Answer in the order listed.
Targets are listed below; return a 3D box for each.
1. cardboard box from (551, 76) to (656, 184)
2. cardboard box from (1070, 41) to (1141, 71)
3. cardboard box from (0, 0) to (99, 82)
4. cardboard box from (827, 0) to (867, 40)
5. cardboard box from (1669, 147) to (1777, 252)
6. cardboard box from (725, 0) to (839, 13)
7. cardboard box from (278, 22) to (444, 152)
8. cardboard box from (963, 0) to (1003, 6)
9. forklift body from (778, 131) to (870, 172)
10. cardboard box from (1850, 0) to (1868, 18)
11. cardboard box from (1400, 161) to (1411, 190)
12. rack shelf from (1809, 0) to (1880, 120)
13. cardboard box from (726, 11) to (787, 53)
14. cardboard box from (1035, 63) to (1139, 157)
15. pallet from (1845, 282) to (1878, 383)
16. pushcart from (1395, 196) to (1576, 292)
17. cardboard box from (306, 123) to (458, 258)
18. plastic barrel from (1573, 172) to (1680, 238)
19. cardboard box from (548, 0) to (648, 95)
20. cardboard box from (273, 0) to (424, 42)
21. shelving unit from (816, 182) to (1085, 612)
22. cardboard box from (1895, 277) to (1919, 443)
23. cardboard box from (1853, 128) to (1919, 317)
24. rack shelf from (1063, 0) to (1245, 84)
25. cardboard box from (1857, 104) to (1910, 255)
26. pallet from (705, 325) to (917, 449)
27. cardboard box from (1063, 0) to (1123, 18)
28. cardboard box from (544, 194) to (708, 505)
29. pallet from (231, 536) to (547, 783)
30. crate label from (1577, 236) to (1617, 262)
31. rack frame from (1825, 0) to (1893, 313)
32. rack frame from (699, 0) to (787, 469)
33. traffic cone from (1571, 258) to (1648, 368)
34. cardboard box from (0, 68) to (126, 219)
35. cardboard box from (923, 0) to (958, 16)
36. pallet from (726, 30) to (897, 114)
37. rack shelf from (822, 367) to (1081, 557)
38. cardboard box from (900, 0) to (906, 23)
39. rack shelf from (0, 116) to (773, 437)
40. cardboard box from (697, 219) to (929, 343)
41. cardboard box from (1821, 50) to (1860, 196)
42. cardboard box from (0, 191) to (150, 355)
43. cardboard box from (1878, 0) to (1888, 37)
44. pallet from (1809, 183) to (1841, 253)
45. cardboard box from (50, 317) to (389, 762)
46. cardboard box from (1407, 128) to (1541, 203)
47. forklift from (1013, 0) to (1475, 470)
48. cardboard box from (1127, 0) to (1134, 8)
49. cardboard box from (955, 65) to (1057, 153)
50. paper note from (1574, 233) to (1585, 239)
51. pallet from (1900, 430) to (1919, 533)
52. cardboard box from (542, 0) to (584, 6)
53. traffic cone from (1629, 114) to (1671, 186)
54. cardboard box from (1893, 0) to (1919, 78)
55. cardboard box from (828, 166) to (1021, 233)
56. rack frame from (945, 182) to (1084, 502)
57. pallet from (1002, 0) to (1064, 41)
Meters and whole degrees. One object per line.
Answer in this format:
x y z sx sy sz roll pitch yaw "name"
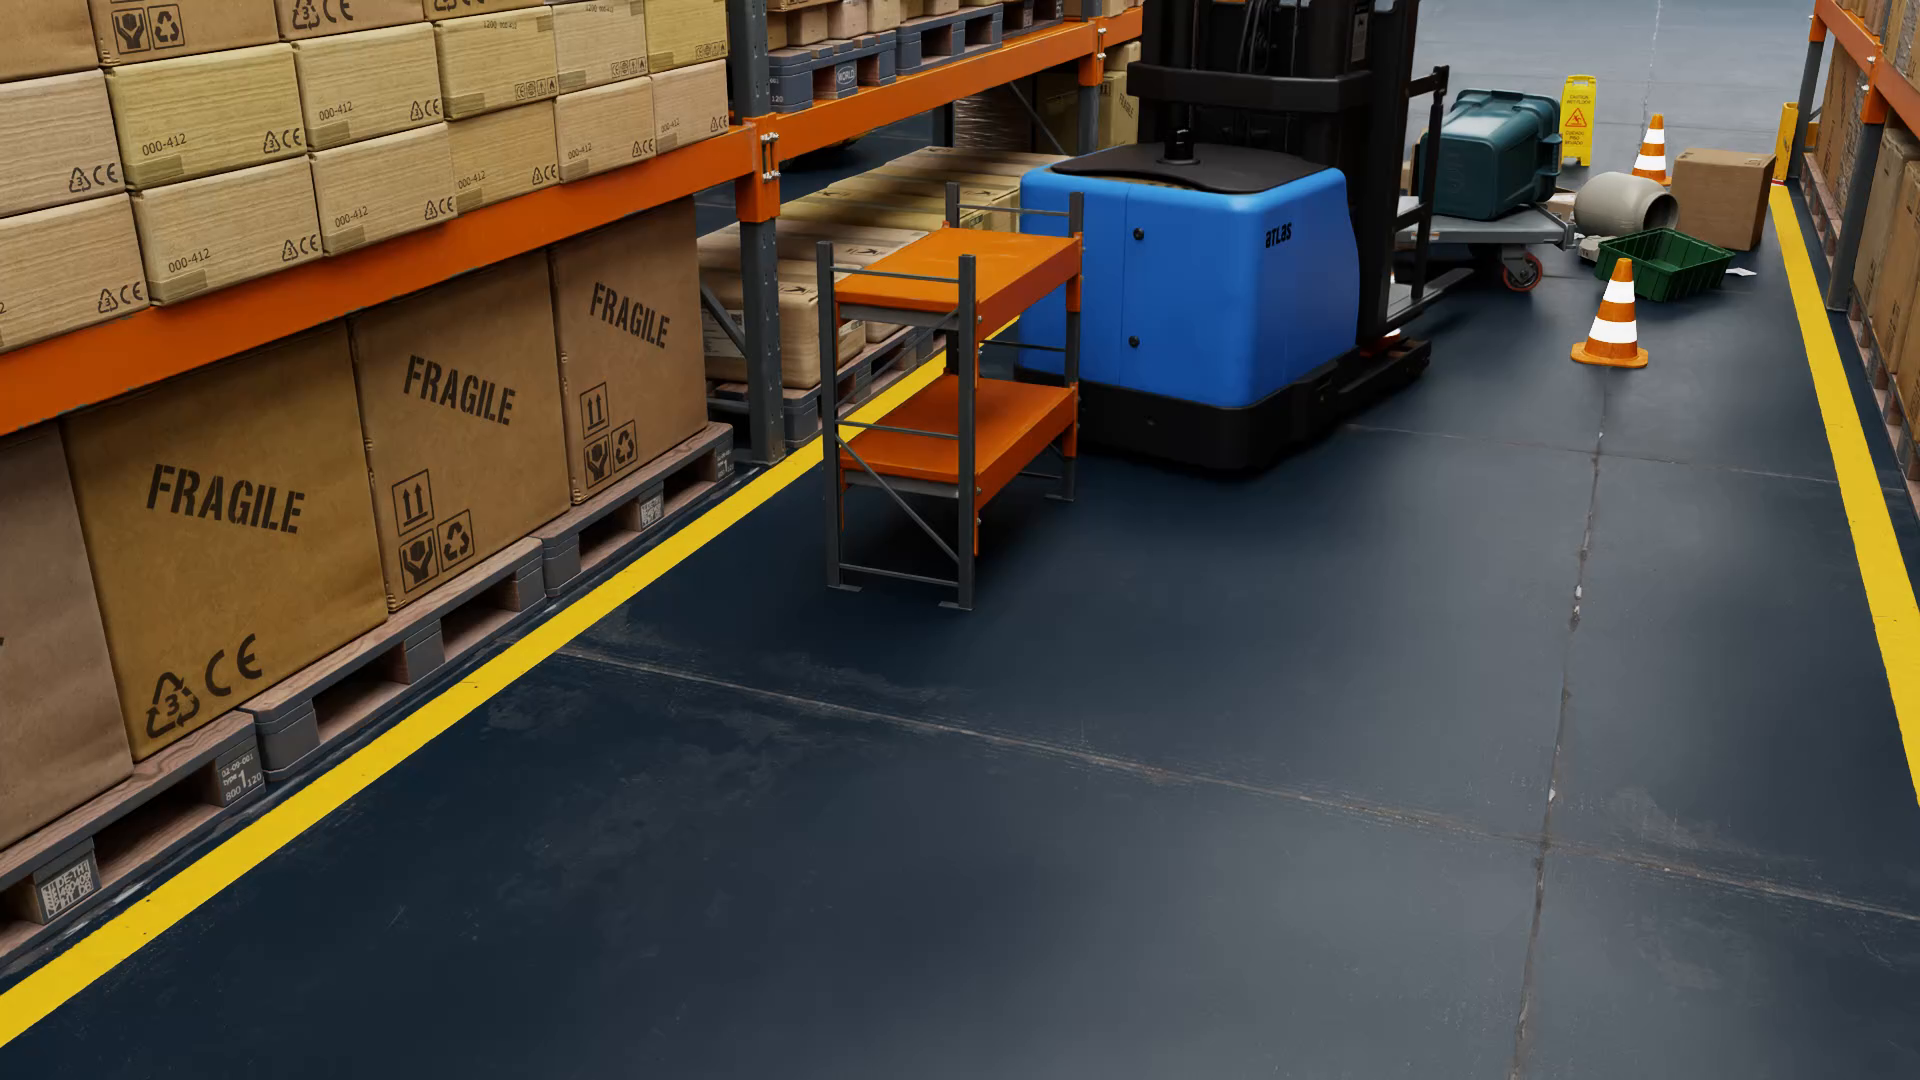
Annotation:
-1.289 -1.280 5.117 0.500 0.250 0.500 9 24 21 "cardboard box"
0.891 -2.963 10.159 0.380 0.149 0.250 9 24 21 "cardboard box"
-2.059 -1.131 3.138 0.500 0.500 0.500 9 24 20 "cardboard box"
-0.593 -2.107 6.685 0.380 0.149 0.250 7 24 17 "cardboard box"
4.576 -2.061 10.033 0.500 0.500 0.500 13 26 29 "cardboard box"
-0.785 -2.257 6.202 0.500 0.500 0.500 8 24 19 "cardboard box"
-1.662 -1.148 4.153 0.500 0.250 0.500 8 24 18 "cardboard box"
-0.009 -2.675 8.043 0.380 0.149 0.250 9 24 20 "cardboard box"
-1.816 -3.993 12.519 2.313 2.155 1.214 9 24 20 "forklift body"
5.675 -3.294 9.551 0.875 0.550 0.500 9 24 20 "cardboard box"
3.193 -2.542 11.642 0.250 0.149 0.380 -17 28 -35 "cardboard box"
5.695 -2.895 9.722 1.077 0.370 4.000 9 24 20 "rack shelf"
-0.874 -1.920 6.235 0.380 0.149 0.250 7 24 17 "cardboard box"
0.788 -2.627 10.197 0.500 0.500 0.500 10 25 23 "cardboard box"
4.735 -0.937 7.720 1.003 0.211 1.213 9 24 20 "pallet"
2.454 -1.665 9.247 1.648 0.377 0.936 1 23 2 "pushcart"
-1.654 -0.915 4.244 0.500 0.250 0.500 8 24 19 "cardboard box"
3.949 -1.948 9.864 0.421 0.421 0.512 -12 25 -26 "plastic barrel"
-1.298 -1.520 5.043 0.500 0.250 0.500 8 24 19 "cardboard box"
-1.685 -1.496 4.012 0.500 0.500 0.500 8 24 19 "cardboard box"
-0.002 -0.517 5.527 0.538 1.125 1.048 9 24 20 "shelving unit"
4.097 -0.754 6.037 1.050 0.750 0.750 9 24 21 "cardboard box"
4.805 -1.432 7.660 1.050 0.750 0.750 9 24 20 "cardboard box"
1.061 -3.567 11.332 1.077 0.370 4.000 9 24 20 "rack shelf"
5.251 -1.939 8.713 0.875 0.875 0.875 9 24 21 "cardboard box"
-0.876 -0.745 7.259 1.003 0.211 1.213 9 24 20 "pallet"
0.733 -3.134 9.688 0.380 0.149 0.250 9 24 20 "cardboard box"
-1.501 -0.730 5.818 0.875 0.875 0.875 9 24 20 "cardboard box"
-1.985 0.241 4.899 1.003 0.211 1.213 9 24 20 "pallet"
3.713 -1.659 9.544 0.298 0.136 0.250 -7 24 -17 "crate label"
4.952 -2.511 7.870 1.000 3.000 0.127 9 24 20 "rack frame"
-1.167 -1.752 6.053 1.000 3.000 0.127 9 24 20 "rack frame"
3.052 -1.077 7.727 0.336 0.463 0.334 9 24 20 "traffic cone"
-2.060 -0.790 3.295 0.500 0.250 0.500 9 24 21 "cardboard box"
-0.229 -2.491 7.603 0.380 0.149 0.250 10 25 22 "cardboard box"
-1.001 -1.934 6.737 1.213 0.211 1.003 9 24 20 "pallet"
-0.003 -0.291 5.622 0.538 0.278 1.000 9 24 20 "rack shelf"
-0.455 -2.300 7.146 0.380 0.149 0.250 10 25 23 "cardboard box"
-1.910 -0.705 4.478 1.077 0.370 4.000 9 24 20 "rack shelf"
-0.681 -1.199 7.594 0.950 0.372 0.625 8 24 19 "cardboard box"
5.922 -2.589 10.267 0.875 0.875 0.875 8 24 19 "cardboard box"
-2.054 -0.557 3.385 0.500 0.250 0.500 8 24 19 "cardboard box"
5.078 -2.714 8.161 0.875 0.550 0.550 9 24 20 "cardboard box"
5.759 -1.923 10.081 1.003 0.211 1.213 9 24 20 "pallet"
-2.169 -0.092 4.290 0.875 0.875 0.875 10 24 22 "cardboard box"
3.163 -2.199 10.185 0.797 0.637 0.503 9 24 20 "cardboard box"
1.475 -2.122 7.028 1.130 2.935 3.031 15 27 32 "forklift"
0.849 -3.332 10.161 0.380 0.149 0.250 9 24 20 "cardboard box"
0.289 -2.705 10.383 0.500 0.500 0.500 8 24 19 "cardboard box"
3.757 -1.885 10.234 0.172 0.023 0.155 19 29 38 "paper note"
3.829 -0.064 5.630 1.003 0.211 1.213 9 24 20 "pallet"
-1.299 -1.852 4.866 0.500 0.500 0.500 9 24 21 "cardboard box"
4.922 -2.785 11.817 0.336 0.463 0.334 9 24 20 "traffic cone"
4.320 -2.227 7.060 0.500 0.500 0.500 9 24 20 "cardboard box"
-0.138 -1.719 8.838 0.950 0.372 0.625 10 25 23 "cardboard box"
0.186 -0.699 5.963 0.500 1.125 0.032 9 24 20 "rack frame"
-0.100 -2.842 8.912 1.003 0.211 1.213 9 24 20 "pallet"
